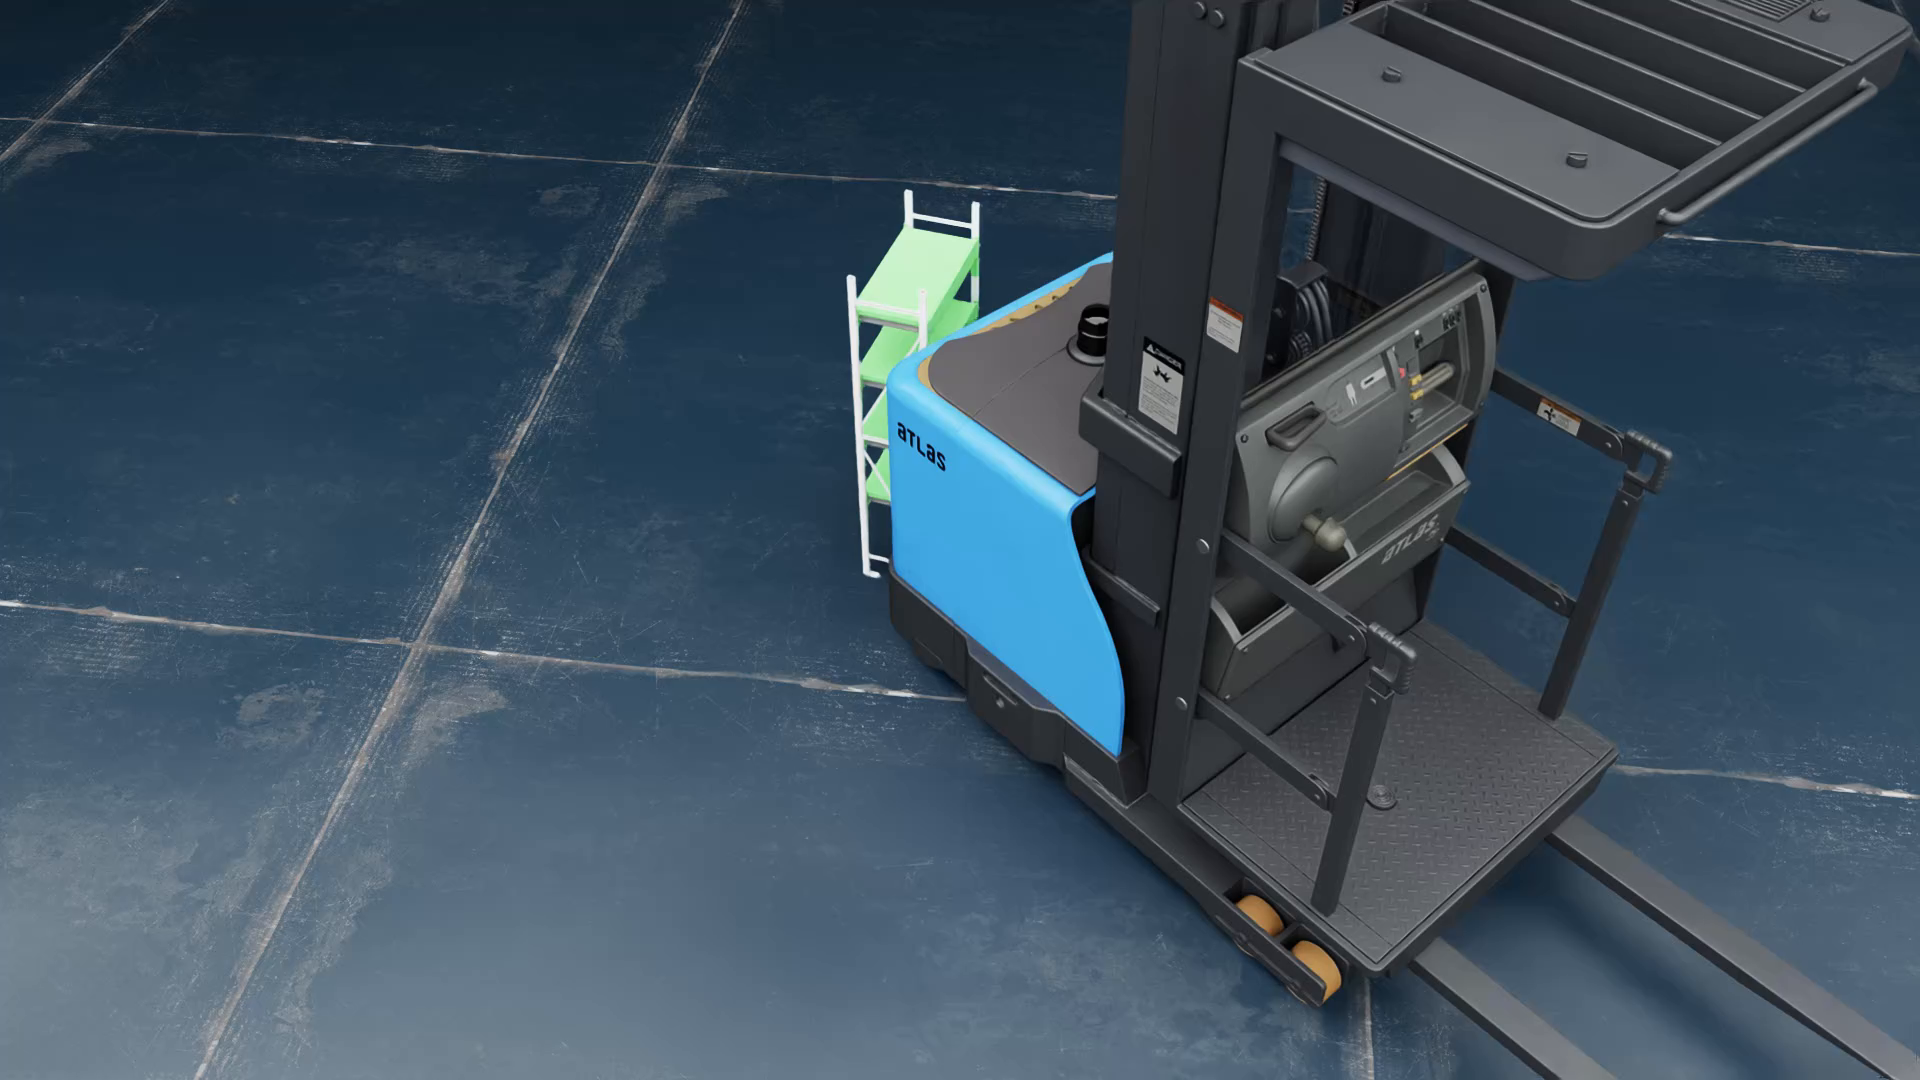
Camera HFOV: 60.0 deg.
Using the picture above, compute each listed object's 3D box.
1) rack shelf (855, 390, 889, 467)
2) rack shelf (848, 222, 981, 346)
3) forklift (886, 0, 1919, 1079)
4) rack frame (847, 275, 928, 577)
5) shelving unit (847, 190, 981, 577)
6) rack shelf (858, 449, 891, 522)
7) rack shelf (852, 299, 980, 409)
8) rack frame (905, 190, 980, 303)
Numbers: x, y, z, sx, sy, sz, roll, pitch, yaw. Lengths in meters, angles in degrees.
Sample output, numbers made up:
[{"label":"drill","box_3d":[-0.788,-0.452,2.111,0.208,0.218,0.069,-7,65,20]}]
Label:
[{"label":"rack shelf","box_3d":[-0.133,-0.413,5.406,0.258,0.148,0.480,13,45,13]},{"label":"rack shelf","box_3d":[-0.133,-0.761,5.076,0.258,0.148,0.480,13,45,13]},{"label":"forklift","box_3d":[1.122,-0.227,3.858,1.130,2.935,3.031,-31,52,-29]},{"label":"rack frame","box_3d":[-0.210,-0.300,5.194,0.240,1.200,0.015,13,45,13]},{"label":"shelving unit","box_3d":[-0.133,-0.459,5.362,0.258,1.200,0.503,13,45,13]},{"label":"rack shelf","box_3d":[-0.133,-0.239,5.571,0.258,0.148,0.480,13,45,13]},{"label":"rack shelf","box_3d":[-0.133,-0.587,5.241,0.258,0.148,0.480,13,45,13]},{"label":"rack frame","box_3d":[-0.056,-0.618,5.530,0.240,1.200,0.015,13,45,13]}]
